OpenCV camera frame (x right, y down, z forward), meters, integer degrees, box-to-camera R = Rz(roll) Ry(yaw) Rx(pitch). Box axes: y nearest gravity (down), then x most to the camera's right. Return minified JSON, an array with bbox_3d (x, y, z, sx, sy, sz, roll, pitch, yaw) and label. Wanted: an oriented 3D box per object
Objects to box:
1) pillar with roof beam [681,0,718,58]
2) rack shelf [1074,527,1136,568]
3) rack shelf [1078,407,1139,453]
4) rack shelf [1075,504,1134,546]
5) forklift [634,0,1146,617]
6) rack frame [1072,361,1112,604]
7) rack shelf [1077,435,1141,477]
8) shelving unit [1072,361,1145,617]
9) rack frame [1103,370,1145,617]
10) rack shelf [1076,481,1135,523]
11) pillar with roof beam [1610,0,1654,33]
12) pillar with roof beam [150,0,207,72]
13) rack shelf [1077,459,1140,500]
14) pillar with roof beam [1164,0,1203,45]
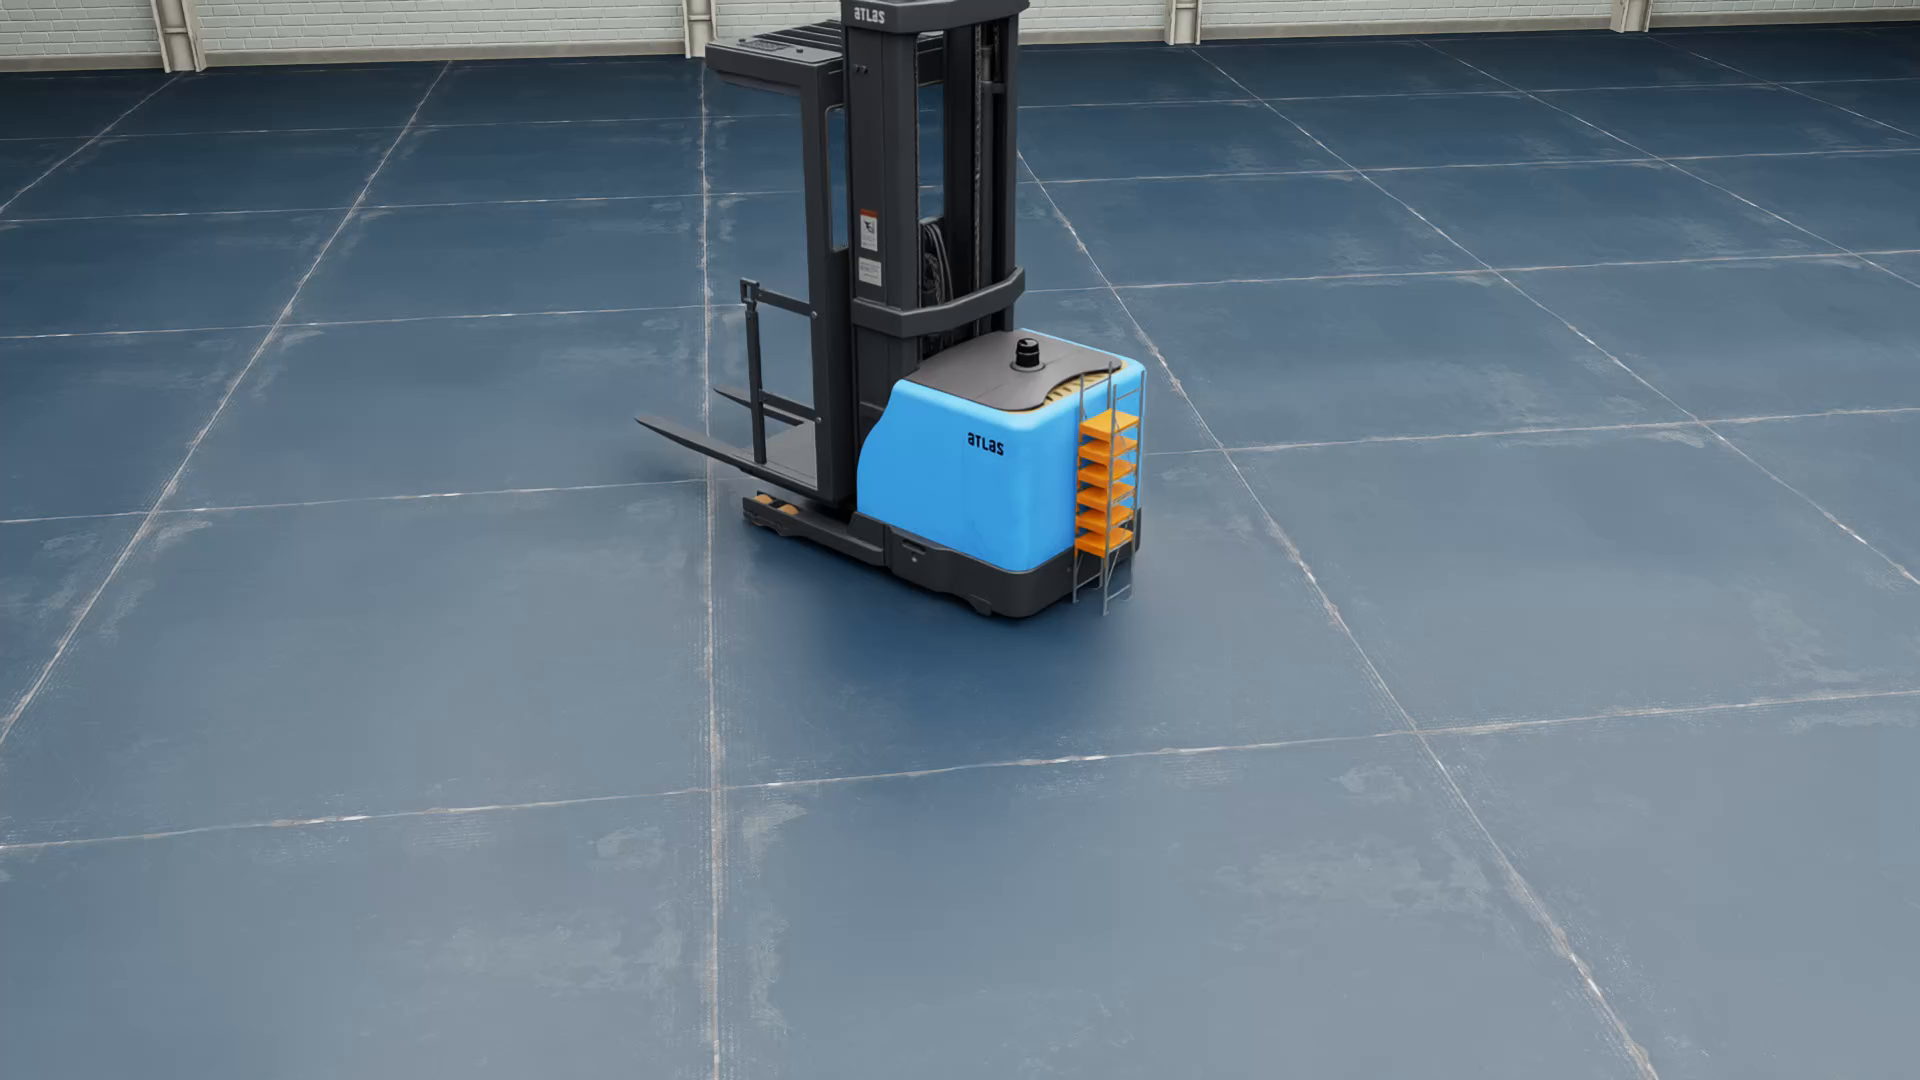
[{"bbox_3d":[-2.541,-7.966,14.418,0.400,9.000,9.100,-4,27,-7],"label":"pillar with roof beam"},{"bbox_3d":[0.700,0.020,8.020,0.180,0.103,0.258,21,34,35],"label":"rack shelf"},{"bbox_3d":[0.700,-0.514,7.746,0.180,0.103,0.258,21,34,35],"label":"rack shelf"},{"bbox_3d":[0.700,-0.087,7.966,0.180,0.103,0.258,21,34,35],"label":"rack shelf"},{"bbox_3d":[-0.526,-1.483,8.430,3.031,2.935,1.130,21,34,35],"label":"forklift"},{"bbox_3d":[0.630,-0.260,7.943,0.006,1.200,0.240,21,34,35],"label":"rack frame"},{"bbox_3d":[0.700,-0.407,7.801,0.180,0.103,0.258,21,34,35],"label":"rack shelf"},{"bbox_3d":[0.700,-0.233,7.891,0.189,1.200,0.258,21,34,35],"label":"shelving unit"},{"bbox_3d":[0.769,-0.206,7.838,0.006,1.200,0.240,21,34,35],"label":"rack frame"},{"bbox_3d":[0.700,-0.194,7.911,0.180,0.103,0.258,21,34,35],"label":"rack shelf"},{"bbox_3d":[9.342,-8.729,15.905,0.400,9.000,9.100,-4,27,-7],"label":"pillar with roof beam"},{"bbox_3d":[-8.482,-7.584,13.674,0.400,9.000,9.100,-4,27,-7],"label":"pillar with roof beam"},{"bbox_3d":[0.700,-0.301,7.856,0.180,0.103,0.258,21,34,35],"label":"rack shelf"},{"bbox_3d":[3.401,-8.348,15.161,0.400,9.000,9.100,-4,27,-7],"label":"pillar with roof beam"}]
